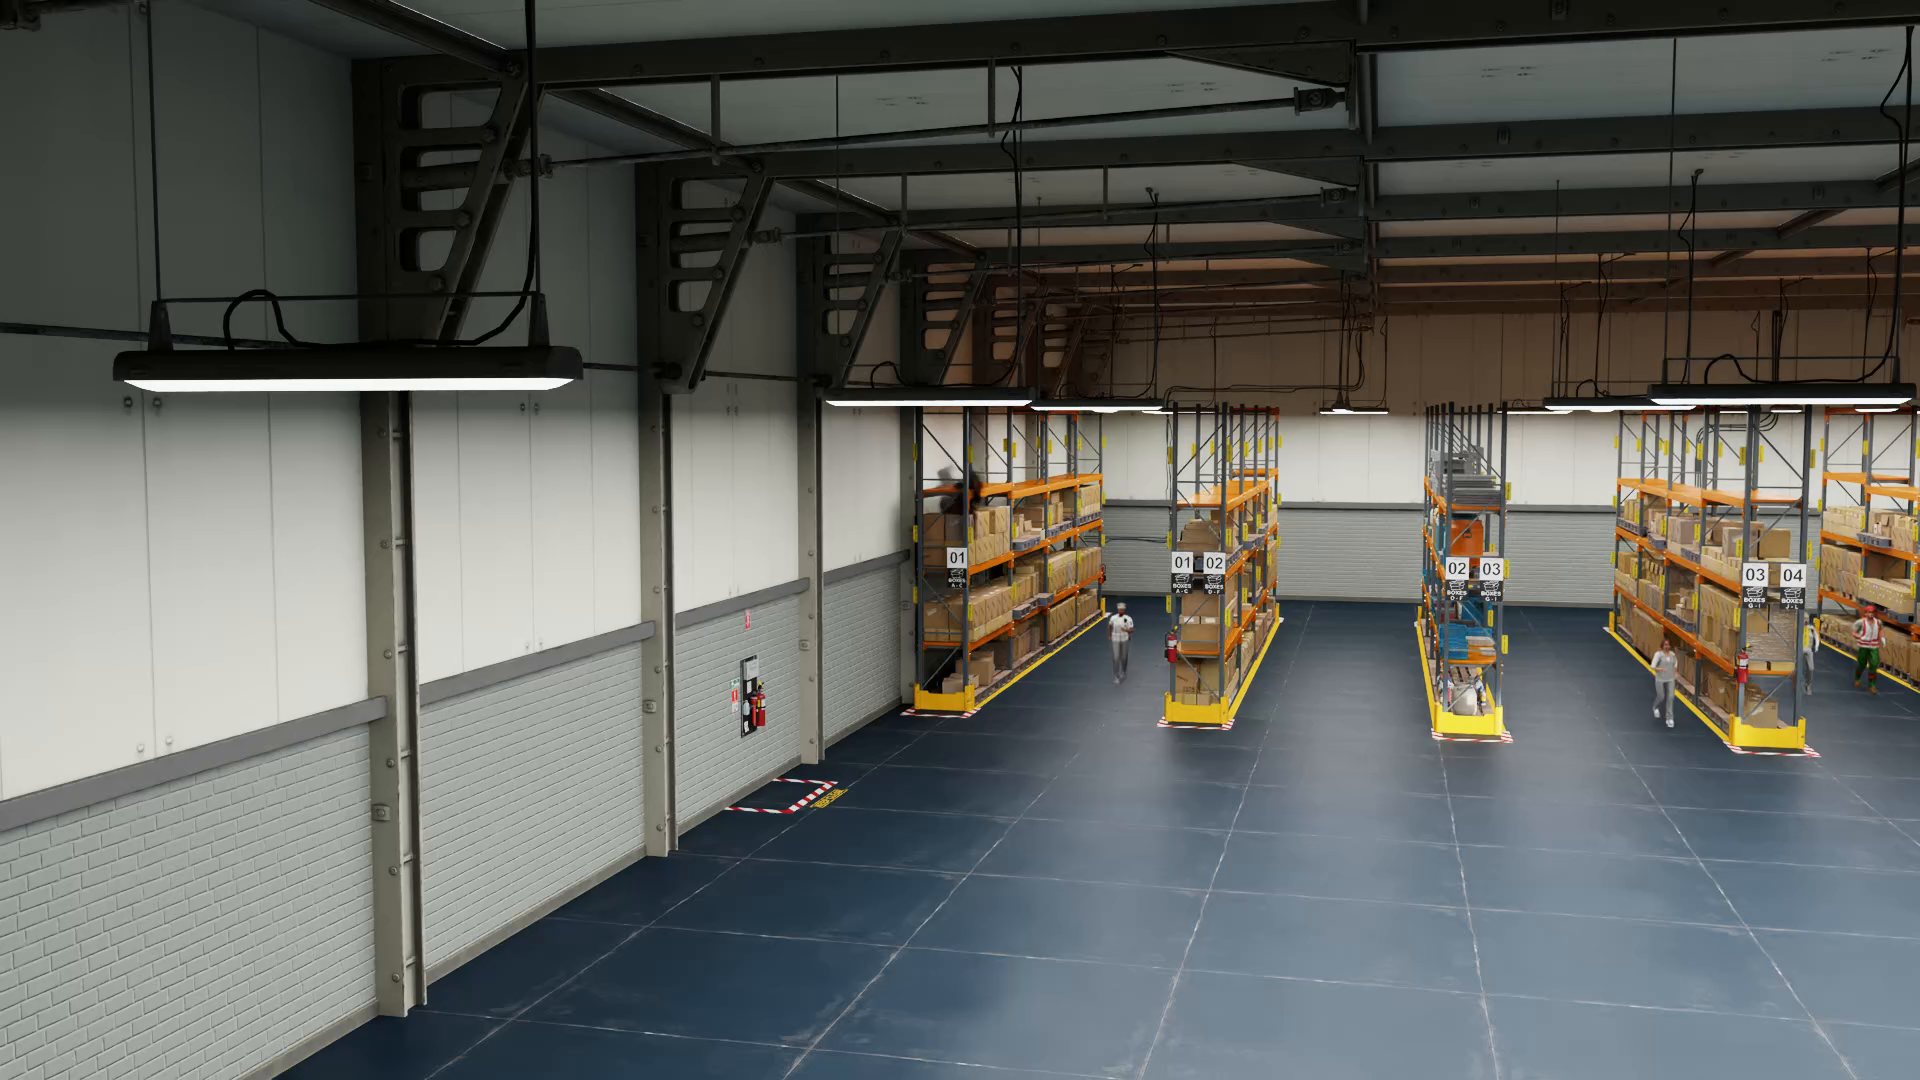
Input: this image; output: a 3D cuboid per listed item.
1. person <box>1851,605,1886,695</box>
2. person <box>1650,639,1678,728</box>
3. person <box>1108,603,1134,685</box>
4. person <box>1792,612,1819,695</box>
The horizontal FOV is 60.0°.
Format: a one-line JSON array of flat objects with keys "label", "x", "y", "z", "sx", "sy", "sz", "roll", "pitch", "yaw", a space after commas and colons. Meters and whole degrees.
[{"label": "person", "x": 18.945, "y": 2.259, "z": 34.688, "sx": 0.682, "sy": 1.807, "sz": 0.883, "roll": 1, "pitch": 4, "yaw": 11}, {"label": "person", "x": 13.103, "y": 2.625, "z": 30.924, "sx": 0.540, "sy": 1.597, "sz": 0.879, "roll": 0, "pitch": 4, "yaw": 6}, {"label": "person", "x": 3.474, "y": 2.206, "z": 35.939, "sx": 0.562, "sy": 1.721, "sz": 0.885, "roll": 0, "pitch": 4, "yaw": 6}, {"label": "person", "x": 17.478, "y": 2.355, "z": 34.436, "sx": 0.632, "sy": 1.764, "sz": 0.722, "roll": 1, "pitch": 4, "yaw": 9}]
